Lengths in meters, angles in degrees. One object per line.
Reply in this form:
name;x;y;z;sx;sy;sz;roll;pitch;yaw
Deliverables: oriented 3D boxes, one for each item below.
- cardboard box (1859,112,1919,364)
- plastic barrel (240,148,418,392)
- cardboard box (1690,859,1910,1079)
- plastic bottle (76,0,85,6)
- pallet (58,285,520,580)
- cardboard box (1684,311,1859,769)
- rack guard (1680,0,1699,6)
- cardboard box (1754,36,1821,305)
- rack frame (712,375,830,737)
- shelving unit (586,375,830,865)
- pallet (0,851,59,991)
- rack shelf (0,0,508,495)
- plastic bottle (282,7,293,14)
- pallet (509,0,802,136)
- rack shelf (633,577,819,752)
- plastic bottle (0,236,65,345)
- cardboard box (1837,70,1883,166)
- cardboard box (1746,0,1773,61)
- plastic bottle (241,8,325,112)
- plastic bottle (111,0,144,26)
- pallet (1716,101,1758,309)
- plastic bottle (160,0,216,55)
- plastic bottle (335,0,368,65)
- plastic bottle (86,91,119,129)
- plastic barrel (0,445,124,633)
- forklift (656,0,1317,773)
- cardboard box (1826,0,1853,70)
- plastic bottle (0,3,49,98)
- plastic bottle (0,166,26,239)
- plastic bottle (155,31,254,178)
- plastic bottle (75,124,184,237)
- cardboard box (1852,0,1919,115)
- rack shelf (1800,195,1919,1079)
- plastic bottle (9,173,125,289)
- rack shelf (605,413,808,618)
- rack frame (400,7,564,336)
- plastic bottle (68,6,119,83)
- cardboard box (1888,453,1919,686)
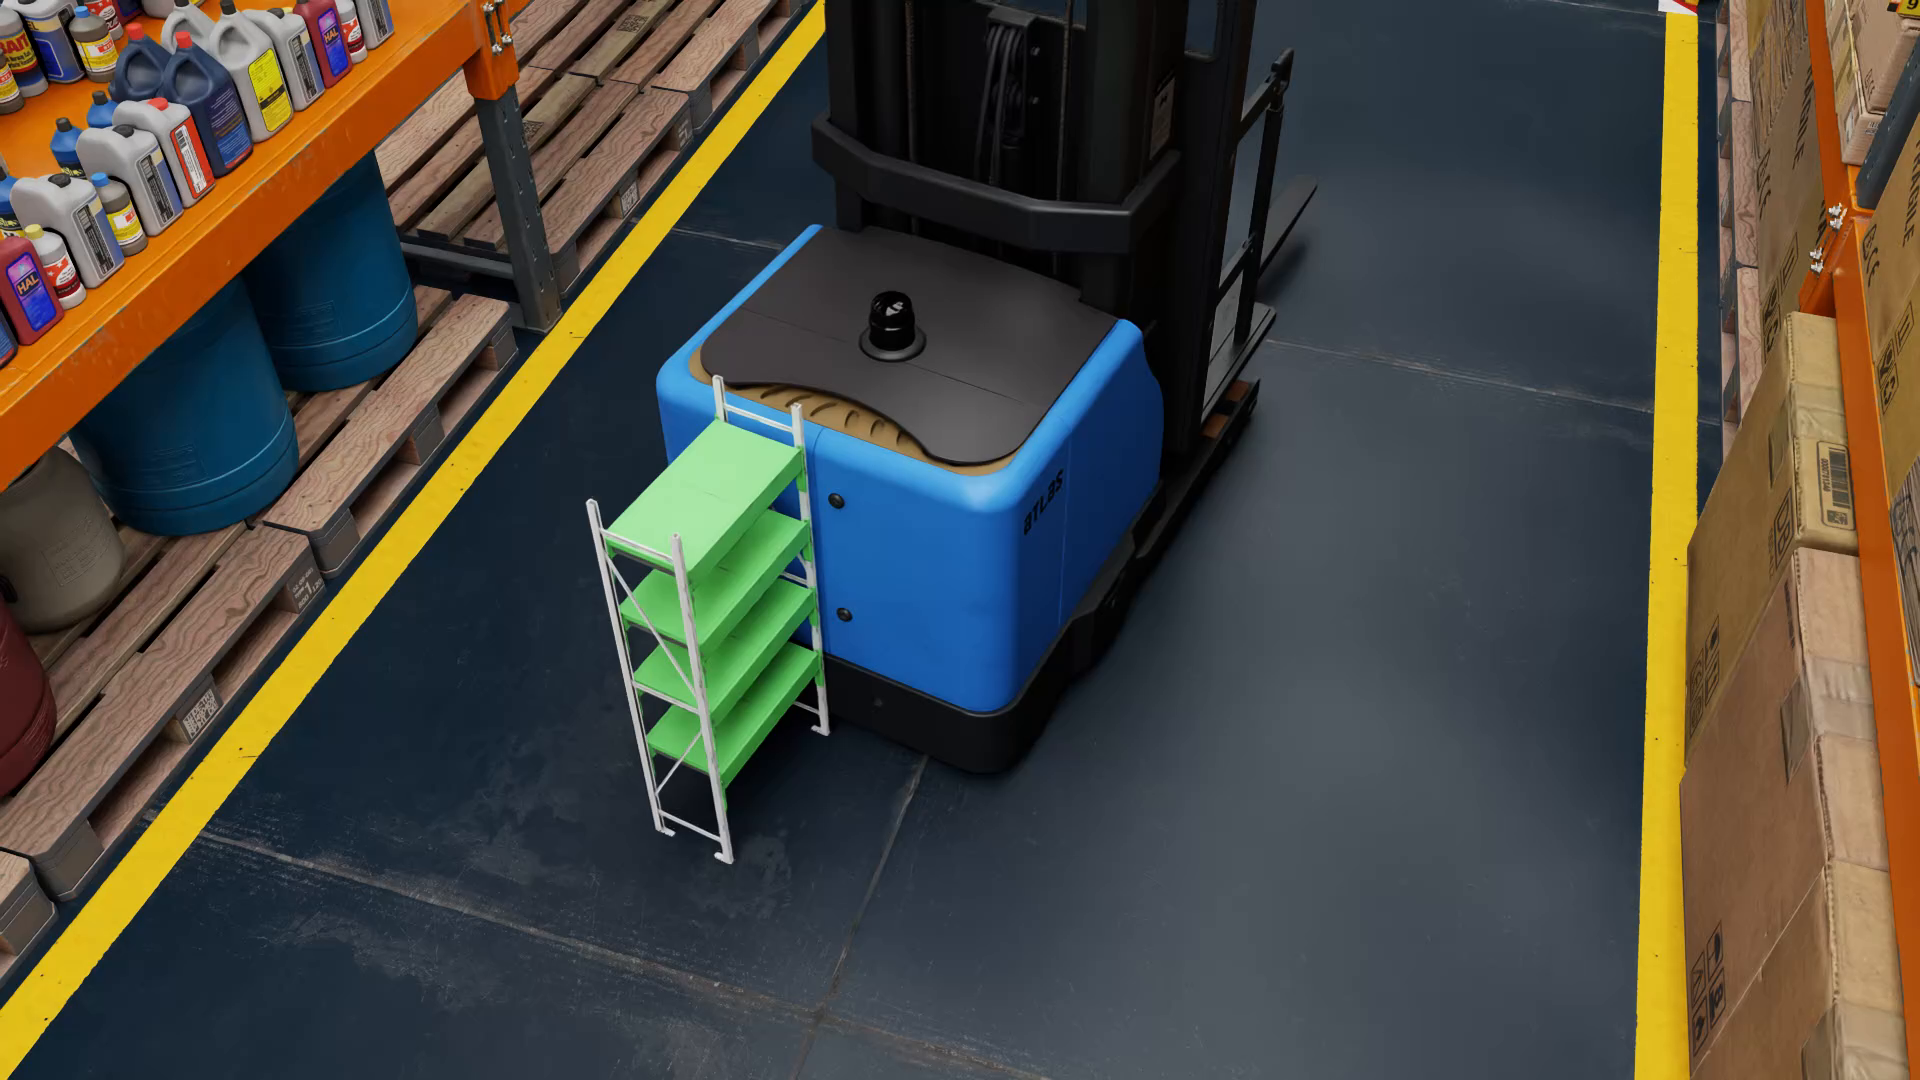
cardboard box;2.397;-0.690;3.739;0.500;0.500;0.500;13;46;13
plastic barrel;-2.127;-0.998;5.325;0.600;0.901;0.708;13;46;13
cardboard box;2.069;1.320;2.976;1.225;0.875;0.875;13;46;13
plastic bottle;-2.551;-1.522;4.753;0.097;0.271;0.097;0;44;0
pallet;-2.220;-0.455;5.564;1.003;0.211;1.213;13;46;13
cardboard box;2.599;0.132;4.189;1.225;0.875;0.875;13;46;13
rack guard;3.993;-2.697;7.648;1.175;0.500;0.348;13;46;13
cardboard box;3.323;-1.321;5.675;0.875;0.875;0.875;13;46;13
rack frame;-0.476;0.081;4.309;0.240;1.200;0.015;20;48;20
shelving unit;-0.590;0.232;4.155;0.258;1.200;0.503;20;48;20
pallet;-2.959;1.172;3.902;1.003;0.211;1.213;13;46;13
rack shelf;-2.552;-0.367;3.994;1.077;0.370;4.000;13;46;13
plastic bottle;-1.865;-1.396;4.674;0.097;0.201;0.097;0;44;0
pallet;-1.393;-2.274;7.423;1.003;0.211;1.213;13;46;13
rack shelf;-0.590;0.278;4.200;0.258;0.148;0.480;20;48;20
plastic bottle;-2.159;-0.596;3.798;0.061;0.283;0.133;13;46;13
cardboard box;2.554;-1.091;4.399;0.380;0.149;0.250;13;46;13
cardboard box;3.868;-2.521;6.901;0.875;0.875;0.875;13;46;13
plastic bottle;-1.868;-1.338;4.561;0.152;0.276;0.135;13;46;13
plastic bottle;-2.504;-1.672;4.898;0.061;0.283;0.133;13;46;13
pallet;3.447;-1.217;6.343;1.003;0.211;1.213;13;46;12
plastic bottle;-2.050;-1.288;4.457;0.144;0.351;0.185;13;46;13
plastic bottle;-1.767;-1.472;4.751;0.097;0.201;0.097;0;44;0
plastic bottle;-2.145;-1.014;4.234;0.097;0.271;0.097;0;44;0
plastic barrel;-2.598;-0.029;4.614;0.421;0.512;0.421;0;44;0
forklift;0.355;-1.445;4.631;1.130;2.935;3.031;20;48;20
cardboard box;2.710;-1.433;4.750;0.380;0.149;0.250;12;46;12
plastic bottle;-2.622;-1.368;4.595;0.097;0.271;0.097;0;44;0
plastic bottle;-2.256;-0.770;3.984;0.097;0.271;0.097;0;44;0
plastic bottle;-1.969;-1.134;4.299;0.144;0.351;0.185;13;46;13
plastic bottle;-2.062;-0.912;4.126;0.152;0.276;0.135;13;46;13
cardboard box;2.658;-1.310;4.339;0.500;0.250;0.500;12;46;12
rack shelf;2.168;0.682;2.922;1.077;0.370;4.000;13;46;13
plastic bottle;-2.132;-0.757;3.968;0.152;0.276;0.135;13;46;13
rack shelf;-0.590;-0.065;3.864;0.258;0.148;0.480;20;48;20
rack frame;-1.946;-1.957;5.105;1.000;3.000;0.127;13;46;13
plastic bottle;-2.436;-1.400;4.678;0.097;0.201;0.097;0;44;0
cardboard box;2.093;-0.021;3.055;0.500;0.500;0.500;12;46;12
